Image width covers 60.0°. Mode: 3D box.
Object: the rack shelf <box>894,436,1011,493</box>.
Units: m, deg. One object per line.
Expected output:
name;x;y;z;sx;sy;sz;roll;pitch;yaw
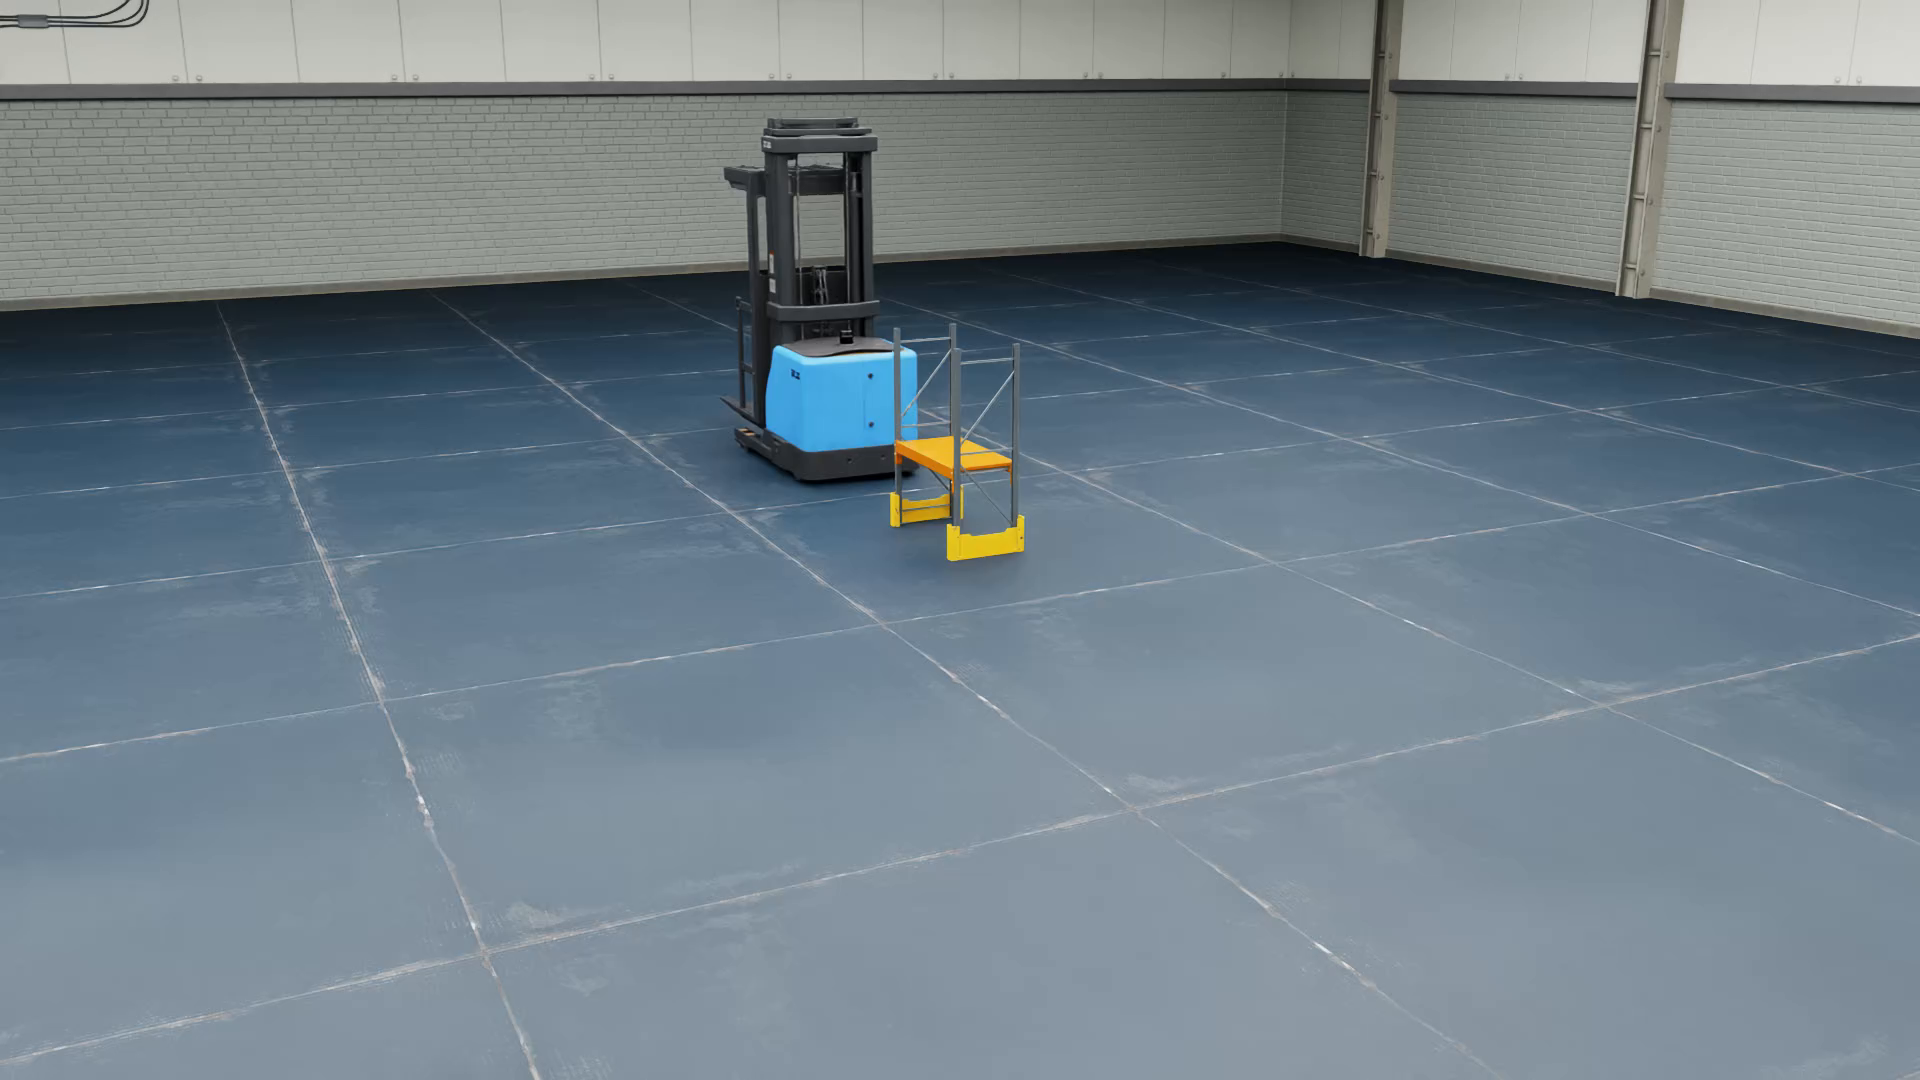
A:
rack shelf;-0.037;-0.569;12.167;0.538;0.185;1.000;-8;18;-25

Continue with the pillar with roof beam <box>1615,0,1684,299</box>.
pillar with roof beam;6.246;-7.466;21.952;9.100;9.000;0.400;-8;18;-25

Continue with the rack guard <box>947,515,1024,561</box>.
rack guard;0.185;-0.016;11.852;0.587;0.250;0.087;-8;18;-25

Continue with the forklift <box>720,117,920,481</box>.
forklift;-1.417;-2.261;14.814;1.130;2.935;3.031;-7;18;-24

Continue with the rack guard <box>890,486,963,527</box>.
rack guard;-0.252;-0.263;12.712;0.587;0.250;0.087;-8;18;-25

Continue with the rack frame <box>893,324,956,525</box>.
rack frame;-0.260;-0.868;12.557;0.500;1.500;0.032;-8;18;-25

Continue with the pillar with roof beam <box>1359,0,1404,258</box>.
pillar with roof beam;3.618;-8.953;27.137;9.100;9.000;0.400;-8;18;-25

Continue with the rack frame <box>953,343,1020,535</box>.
rack frame;0.185;-0.616;11.678;0.500;1.500;0.032;-8;18;-25

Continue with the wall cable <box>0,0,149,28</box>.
wall cable;-12.390;-9.335;22.302;2.305;6.003;0.169;-8;18;-25

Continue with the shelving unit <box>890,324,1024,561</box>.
shelving unit;-0.033;-0.740;12.110;0.587;1.500;1.083;-8;18;-25
